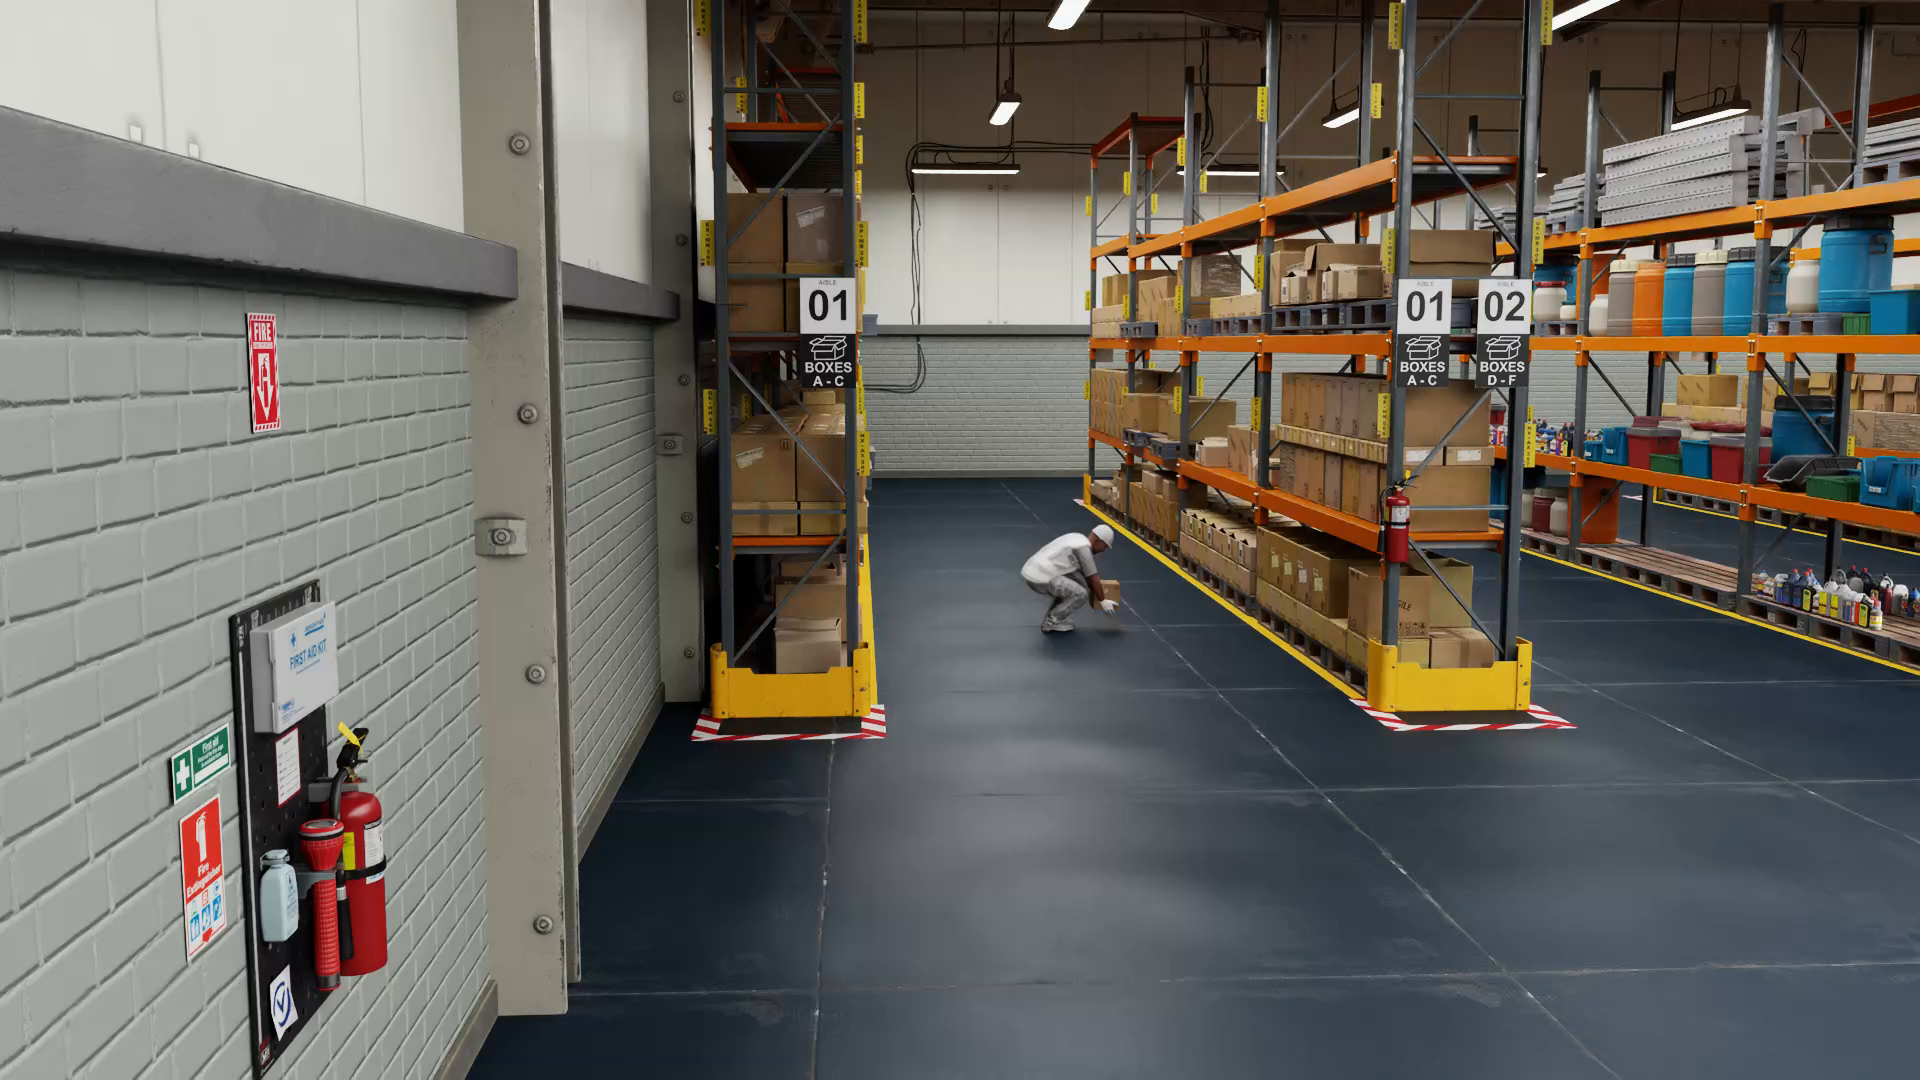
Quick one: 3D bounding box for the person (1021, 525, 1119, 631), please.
[{"bbox_3d":[1.050,0.360,15.973,0.924,1.002,0.556,-1,7,-5],"label":"person"}]
